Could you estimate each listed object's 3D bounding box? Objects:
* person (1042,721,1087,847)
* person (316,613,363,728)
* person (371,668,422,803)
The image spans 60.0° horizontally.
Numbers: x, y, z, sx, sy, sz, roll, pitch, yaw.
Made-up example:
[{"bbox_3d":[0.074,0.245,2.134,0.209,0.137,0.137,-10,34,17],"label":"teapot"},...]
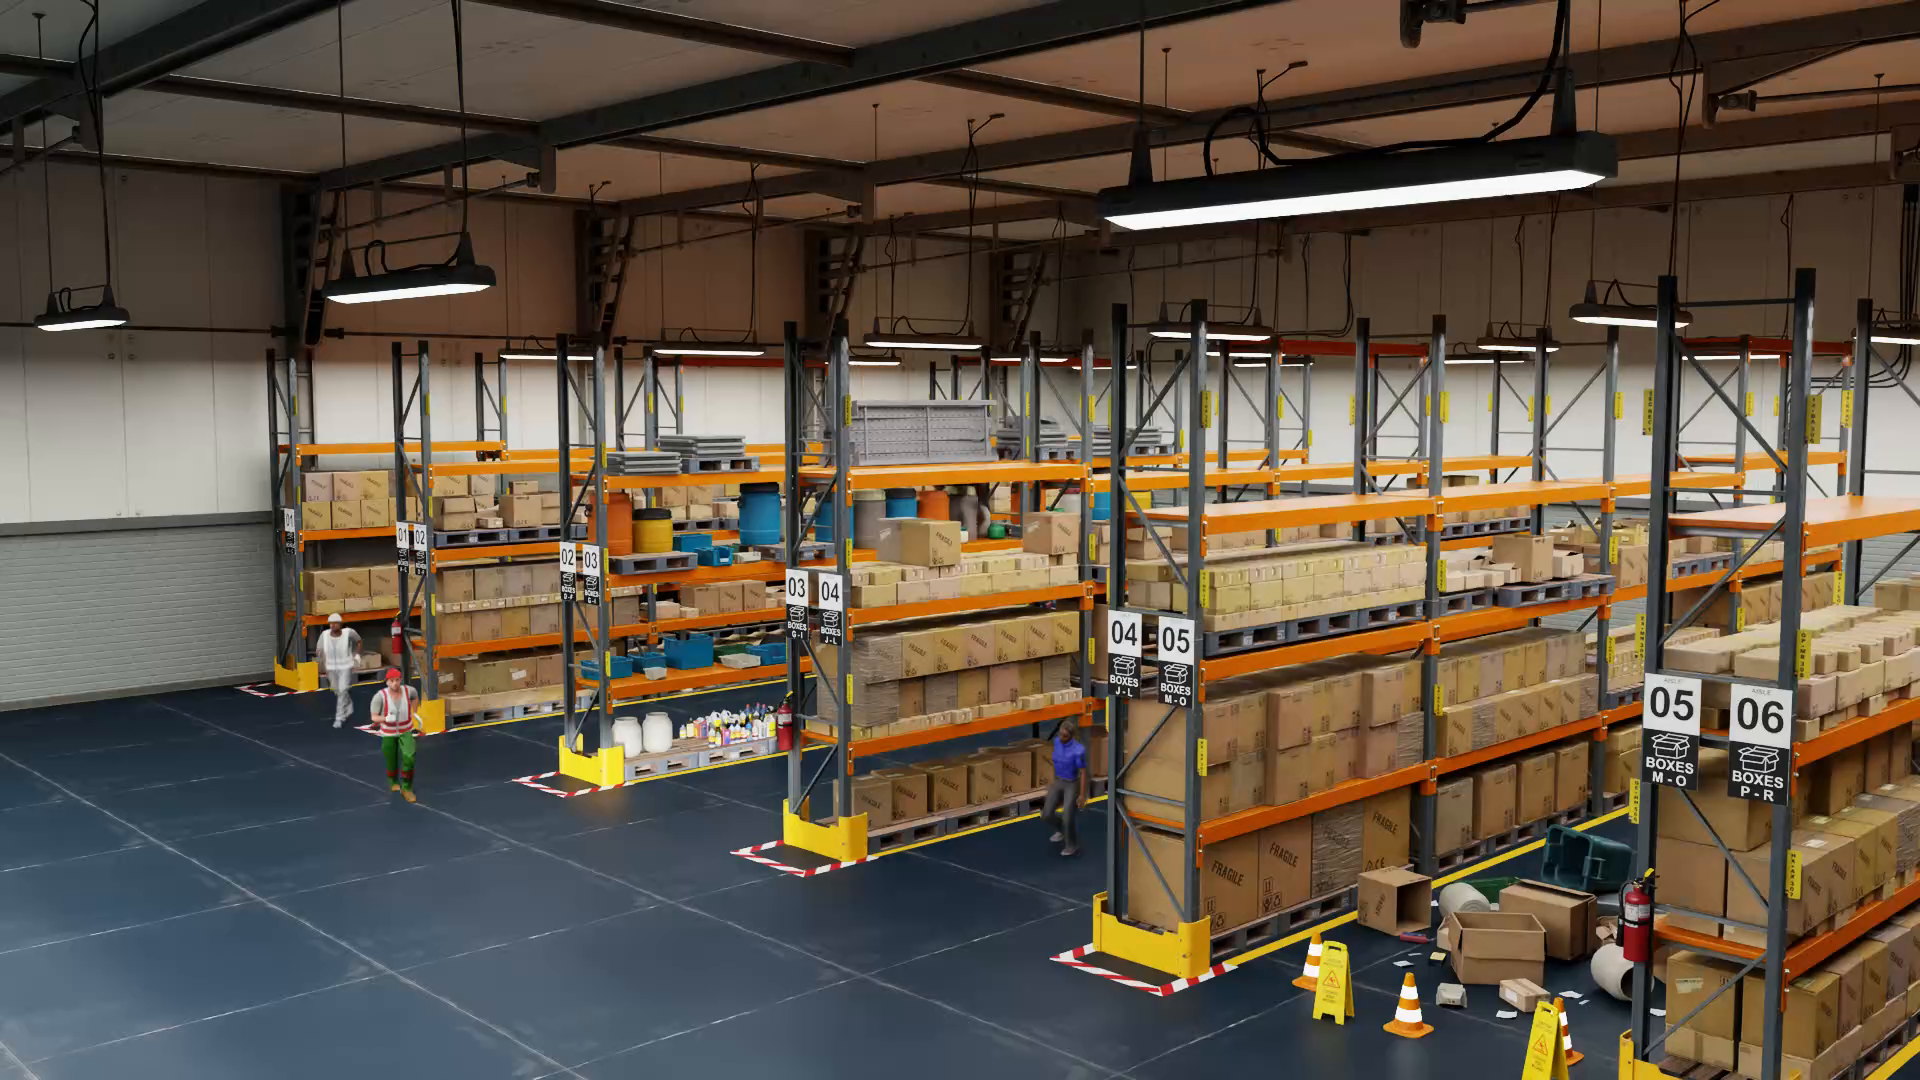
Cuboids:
[{"bbox_3d":[1.230,2.731,18.606,0.633,1.509,0.551,4,7,41],"label":"person"},{"bbox_3d":[-9.734,2.007,26.127,0.660,1.755,1.041,0,5,2],"label":"person"},{"bbox_3d":[-7.157,2.458,21.147,0.618,1.723,0.972,-2,5,-20],"label":"person"}]
